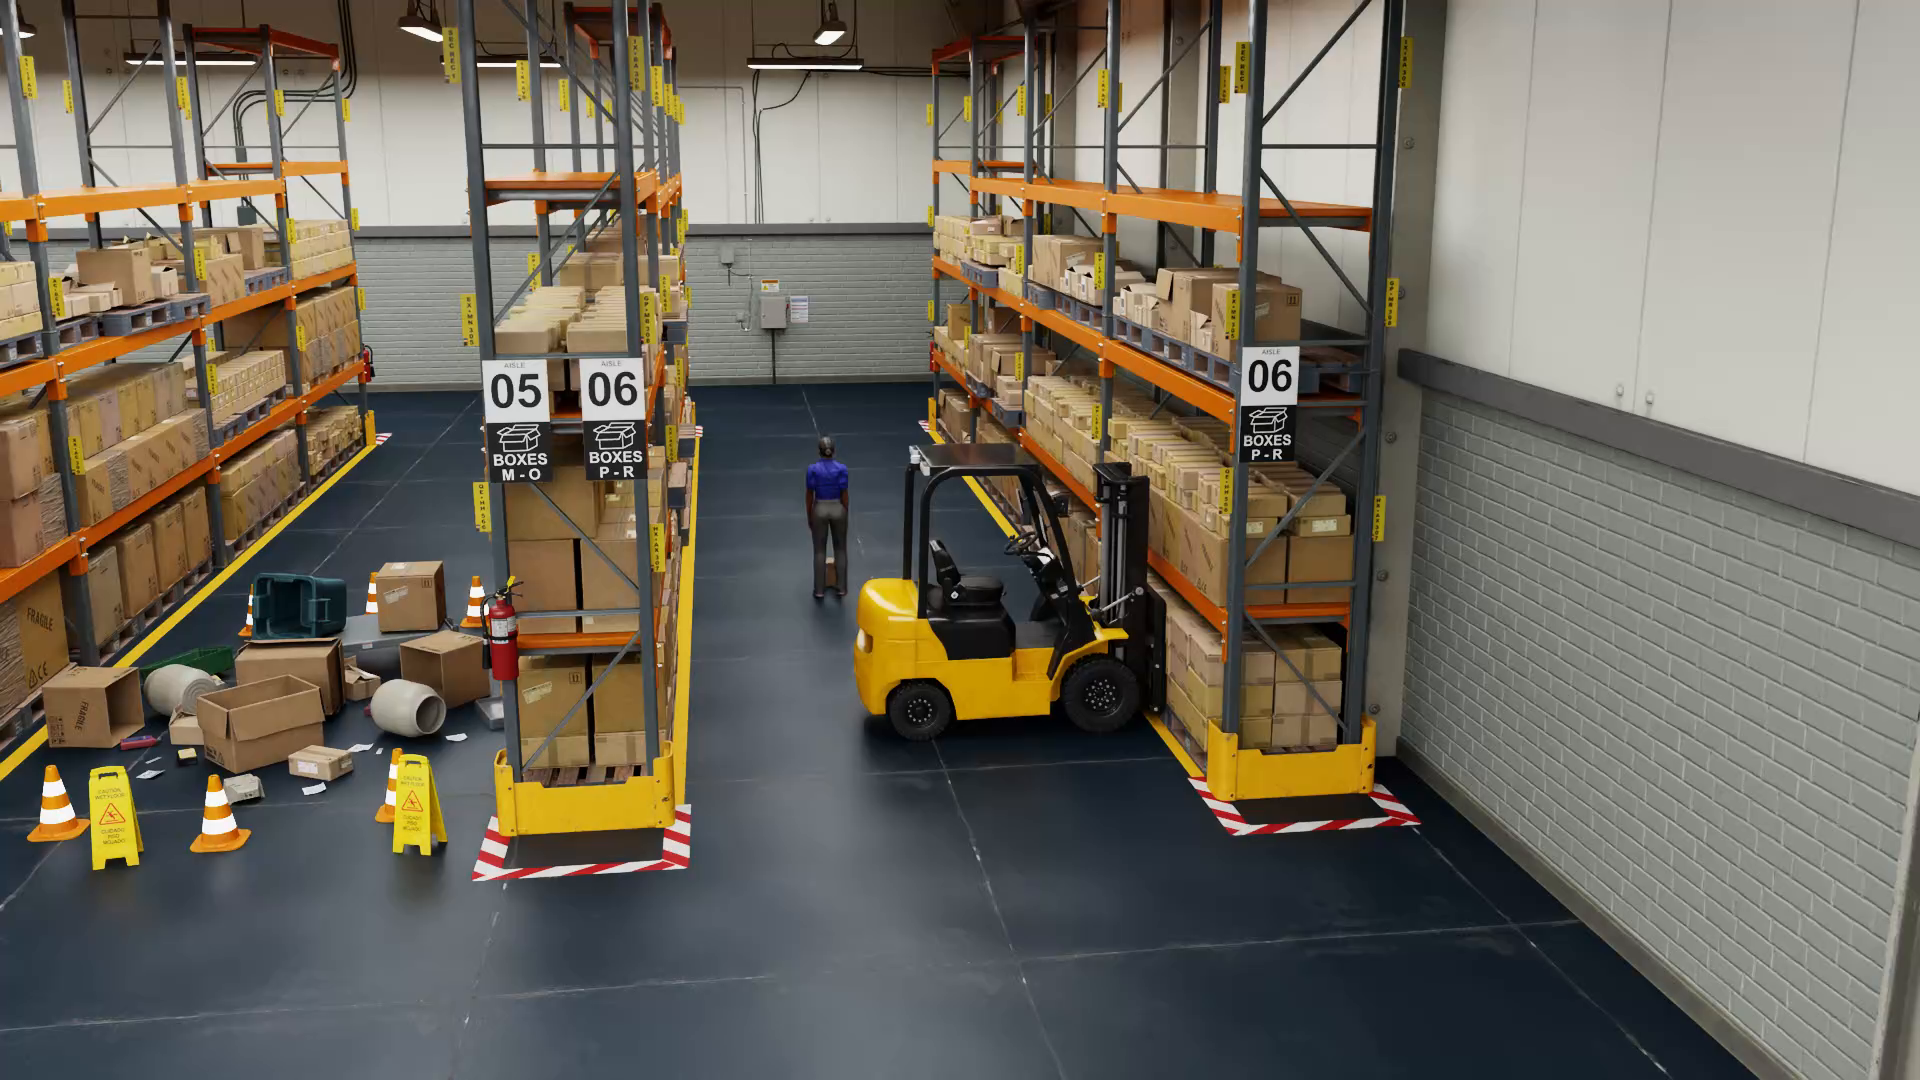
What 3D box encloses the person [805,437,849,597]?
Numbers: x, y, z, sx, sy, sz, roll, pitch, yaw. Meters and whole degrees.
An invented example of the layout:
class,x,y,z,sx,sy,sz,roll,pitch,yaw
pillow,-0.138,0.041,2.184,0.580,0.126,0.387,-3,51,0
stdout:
class,x,y,z,sx,sy,sz,roll,pitch,yaw
person,-1.359,-0.233,17.020,0.439,1.651,0.350,-2,13,-7
